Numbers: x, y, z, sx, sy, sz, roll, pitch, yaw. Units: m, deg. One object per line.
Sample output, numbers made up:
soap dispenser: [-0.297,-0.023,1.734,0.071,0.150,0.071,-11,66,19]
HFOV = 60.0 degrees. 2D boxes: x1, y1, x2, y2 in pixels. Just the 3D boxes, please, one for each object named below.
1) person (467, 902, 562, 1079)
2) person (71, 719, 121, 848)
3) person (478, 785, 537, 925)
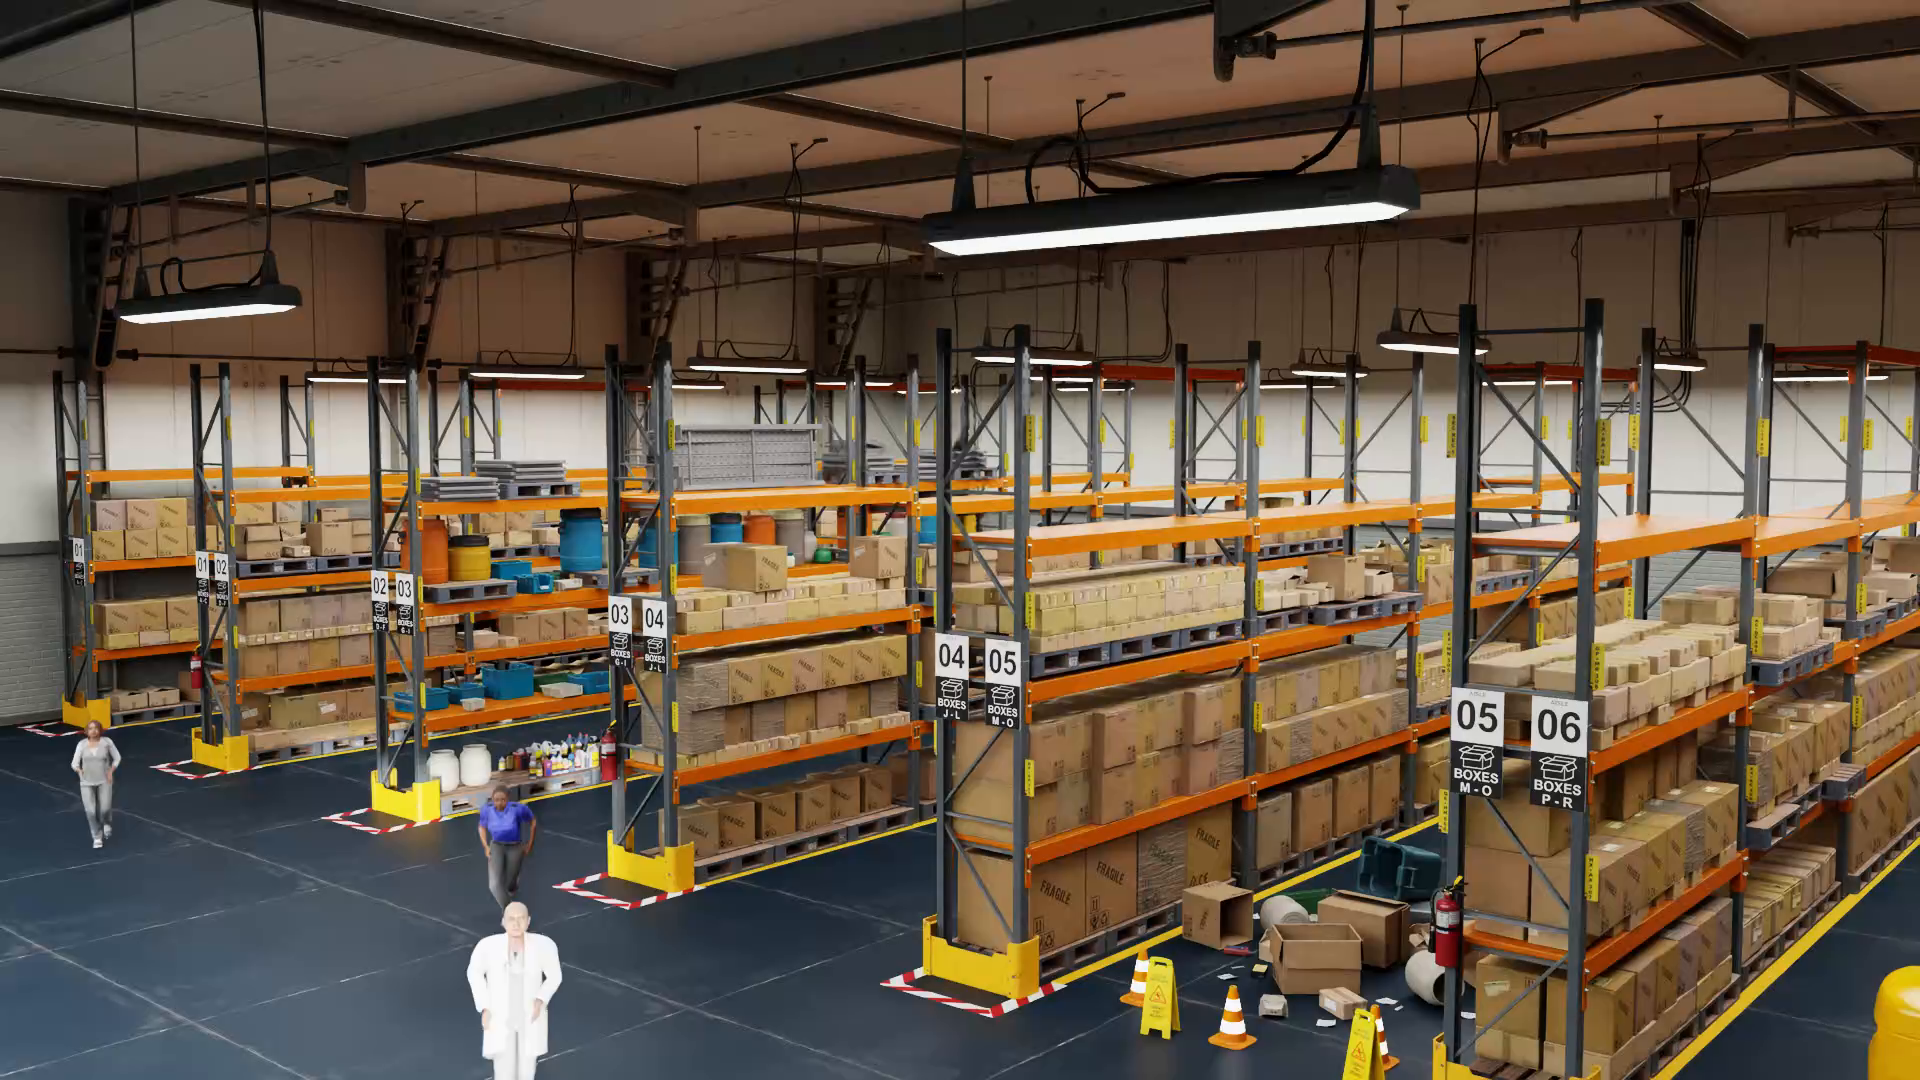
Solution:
person: [-3.175,3.427,11.907,0.650,1.680,0.627,-1,4,-19]
person: [-10.416,2.939,20.050,0.530,1.553,0.552,-2,4,-23]
person: [-4.640,3.201,17.140,0.584,1.517,0.865,0,4,-4]
